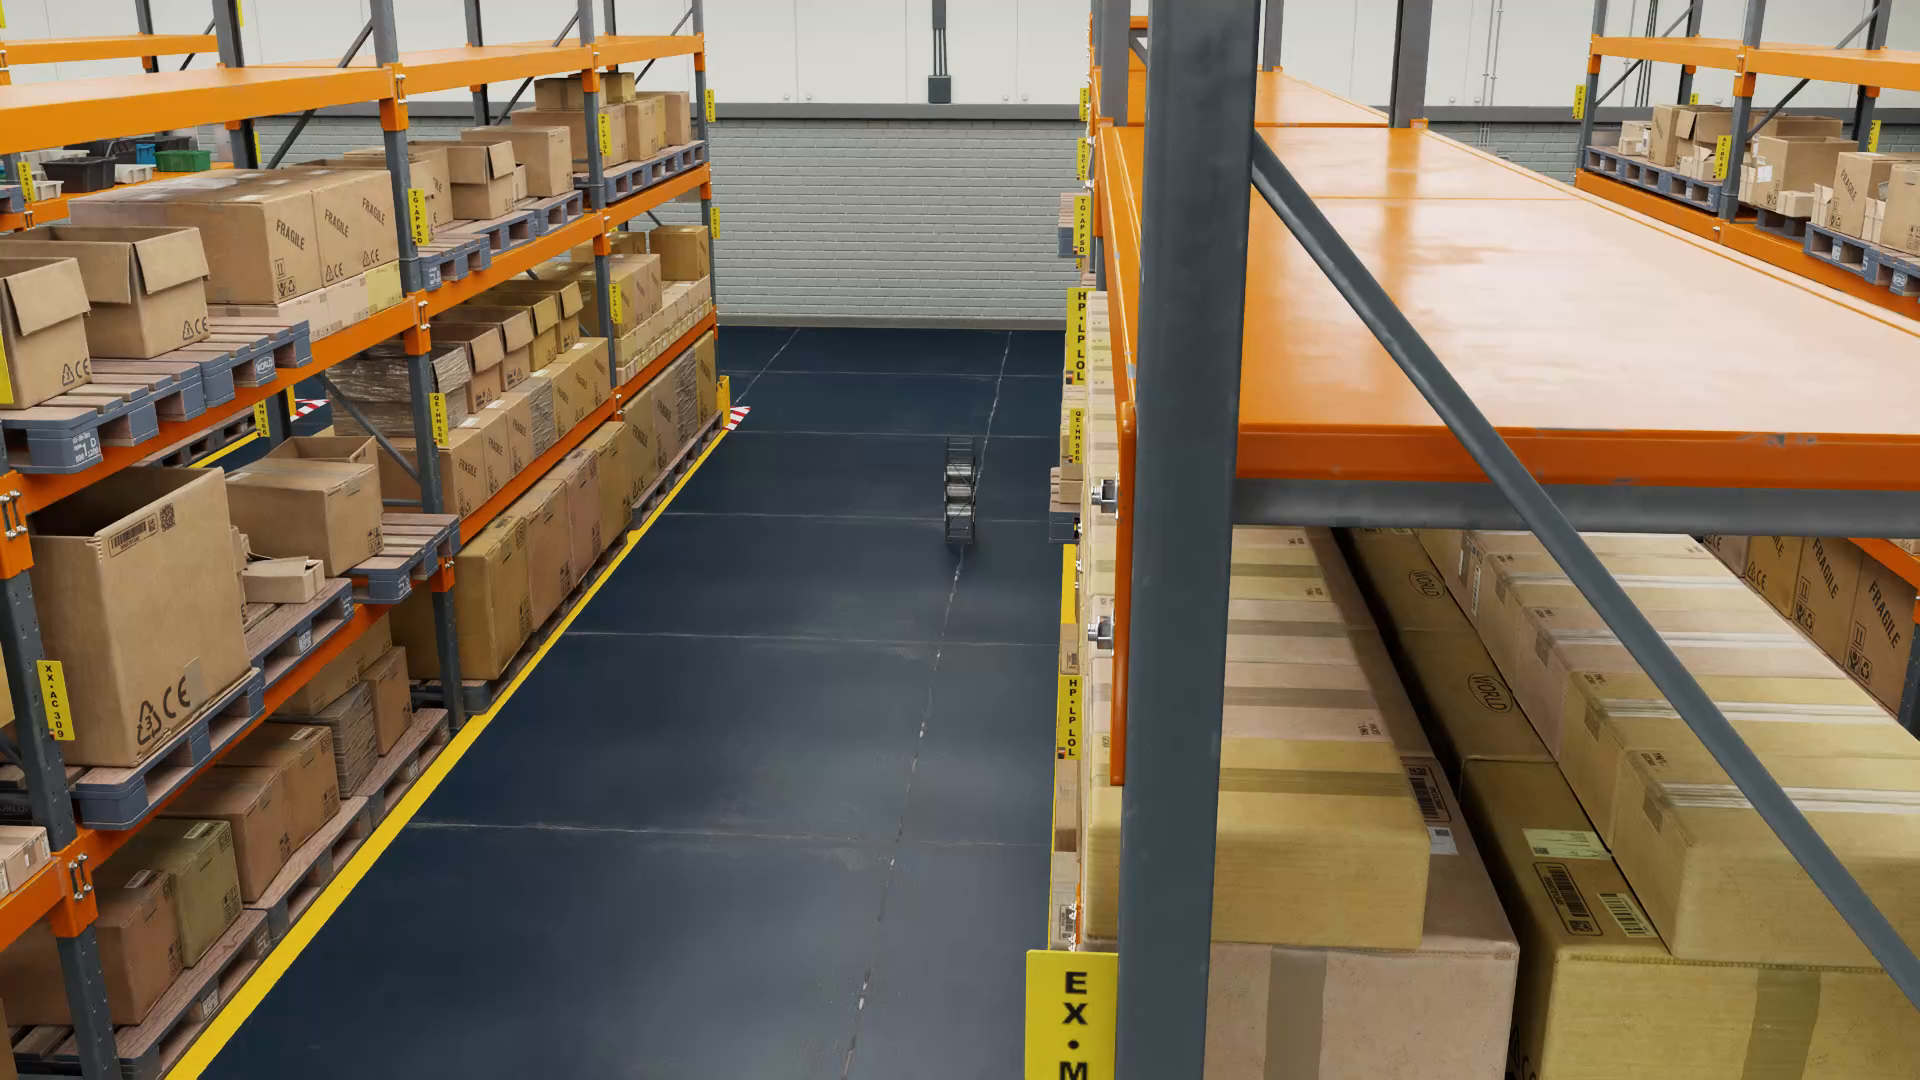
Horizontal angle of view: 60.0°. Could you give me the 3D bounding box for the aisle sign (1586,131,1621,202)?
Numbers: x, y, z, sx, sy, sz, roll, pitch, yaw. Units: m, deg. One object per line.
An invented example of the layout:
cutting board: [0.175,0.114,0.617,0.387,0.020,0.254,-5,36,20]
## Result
aisle sign: [6.465,-3.755,16.891,0.394,0.787,0.004,1,18,4]

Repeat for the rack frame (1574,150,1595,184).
rack frame: [6.750,-2.491,17.208,1.000,3.000,0.127,1,18,4]

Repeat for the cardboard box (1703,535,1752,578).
cardboard box: [6.498,-0.244,13.089,0.875,0.875,0.875,2,18,6]

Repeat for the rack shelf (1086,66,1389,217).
rack shelf: [1.088,-1.783,7.211,1.077,0.370,4.000,1,18,4]

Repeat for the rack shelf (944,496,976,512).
rack shelf: [0.001,-0.313,14.329,0.258,0.077,0.200,1,18,4]

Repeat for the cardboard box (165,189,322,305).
cardboard box: [-3.570,-1.471,8.315,0.500,0.500,0.500,2,18,5]

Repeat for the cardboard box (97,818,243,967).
cardboard box: [-3.877,1.656,7.861,0.700,0.500,0.500,1,18,4]

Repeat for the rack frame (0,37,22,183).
rack frame: [-8.362,-4.431,13.495,1.000,3.000,0.127,1,18,4]

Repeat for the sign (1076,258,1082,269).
sign: [1.264,-2.994,17.351,0.100,0.325,0.005,1,18,4]

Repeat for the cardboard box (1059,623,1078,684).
cardboard box: [1.098,0.971,9.580,1.050,0.750,0.750,1,18,3]

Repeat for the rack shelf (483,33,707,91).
rack shelf: [-3.278,-4.410,15.227,1.077,0.370,4.000,1,18,4]

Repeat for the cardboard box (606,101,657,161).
cardboard box: [-3.203,-3.760,15.269,0.700,0.500,0.500,2,18,6]

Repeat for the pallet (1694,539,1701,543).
pallet: [6.595,-0.158,14.566,1.003,0.211,1.213,1,18,4]

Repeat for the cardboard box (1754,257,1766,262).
cardboard box: [6.747,-2.252,13.670,0.380,0.149,0.250,2,18,5]

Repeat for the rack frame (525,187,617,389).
rack frame: [-3.422,-1.470,14.092,1.000,3.000,0.127,1,18,4]

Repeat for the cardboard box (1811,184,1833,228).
cardboard box: [5.983,-2.250,11.197,0.396,0.266,0.258,3,18,8]

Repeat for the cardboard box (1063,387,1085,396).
cardboard box: [0.887,-0.928,11.211,0.380,0.149,0.250,1,18,4]

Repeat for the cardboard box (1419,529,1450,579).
cardboard box: [1.092,-0.024,3.150,0.380,0.149,0.250,1,18,3]

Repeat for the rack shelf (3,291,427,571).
rack shelf: [-3.852,-0.690,8.049,1.077,0.370,4.000,1,18,4]

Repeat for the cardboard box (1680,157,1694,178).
cardboard box: [6.208,-3.089,13.785,0.380,0.149,0.250,2,18,5]

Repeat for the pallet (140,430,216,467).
pallet: [-8.263,-0.864,16.722,1.003,0.211,1.213,1,18,4]

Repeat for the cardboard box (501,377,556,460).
cardboard box: [-3.297,-0.895,12.175,0.500,0.500,0.500,1,18,4]

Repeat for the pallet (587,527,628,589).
pallet: [-3.402,0.097,13.789,1.003,0.211,1.213,1,18,4]

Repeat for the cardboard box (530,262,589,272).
cardboard box: [-3.615,-2.201,14.880,0.500,0.500,0.500,1,18,4]

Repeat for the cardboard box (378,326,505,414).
cardboard box: [-3.590,-1.181,11.438,0.797,0.503,0.637,2,18,5]

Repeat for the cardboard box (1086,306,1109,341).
cardboard box: [0.562,-0.590,4.878,0.380,0.149,0.250,1,18,3]

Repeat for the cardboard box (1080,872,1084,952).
cardboard box: [0.380,0.577,2.595,0.380,0.149,0.250,2,18,5]

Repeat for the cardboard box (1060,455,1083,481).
cardboard box: [0.813,-0.471,10.293,0.380,0.149,0.250,2,18,5]

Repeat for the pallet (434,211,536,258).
pallet: [-3.638,-2.112,11.537,1.003,0.211,1.213,2,18,6]

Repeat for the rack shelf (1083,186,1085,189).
rack shelf: [1.662,-3.032,15.198,1.077,0.370,4.000,1,18,4]

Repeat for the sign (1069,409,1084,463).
sign: [0.690,-0.607,9.727,0.100,0.325,0.005,1,18,4]

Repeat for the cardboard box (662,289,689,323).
cardboard box: [-2.978,-2.310,16.419,0.500,0.250,0.500,1,18,2]

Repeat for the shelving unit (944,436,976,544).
shelving unit: [0.001,-0.430,14.291,0.258,0.900,0.210,1,18,4]

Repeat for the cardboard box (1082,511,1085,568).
cardboard box: [0.509,0.025,4.280,0.380,0.149,0.250,1,18,3]

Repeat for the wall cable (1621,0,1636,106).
wall cable: [7.626,-7.097,21.631,2.355,3.000,0.029,1,18,4]

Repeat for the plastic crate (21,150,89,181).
plastic crate: [-8.542,-3.510,15.692,0.437,0.282,0.530,1,18,4]

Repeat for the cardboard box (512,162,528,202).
cardboard box: [-3.590,-2.714,12.539,0.500,0.311,0.500,1,18,2]

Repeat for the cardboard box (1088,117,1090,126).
cardboard box: [1.333,-3.694,14.858,0.380,0.149,0.250,1,18,3]

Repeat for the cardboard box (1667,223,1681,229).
cardboard box: [6.846,-2.888,15.610,0.380,0.149,0.250,1,18,3]

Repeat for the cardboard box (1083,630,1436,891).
cardboard box: [0.451,0.343,2.670,0.500,0.250,0.500,1,18,4]

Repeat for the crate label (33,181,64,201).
crate label: [-8.039,-3.026,14.447,0.293,0.136,0.466,1,18,4]

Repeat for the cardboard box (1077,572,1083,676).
cardboard box: [0.822,0.470,8.012,0.500,0.500,0.500,1,18,3]

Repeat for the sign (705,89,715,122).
sign: [-2.595,-4.504,17.240,0.100,0.325,0.005,1,18,4]

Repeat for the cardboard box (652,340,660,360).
cardboard box: [-2.996,-1.759,15.379,0.380,0.149,0.250,1,18,3]

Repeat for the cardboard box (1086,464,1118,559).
cardboard box: [0.435,-0.040,3.198,0.380,0.149,0.250,1,18,3]

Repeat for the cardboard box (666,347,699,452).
cardboard box: [-3.166,-1.419,16.674,0.875,0.875,0.875,1,18,4]

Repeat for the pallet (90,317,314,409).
pallet: [-3.773,-0.833,7.632,1.213,0.211,1.003,1,18,4]

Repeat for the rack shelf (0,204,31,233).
rack shelf: [-8.505,-2.043,12.178,1.077,0.370,4.000,1,18,4]

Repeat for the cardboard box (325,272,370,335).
cardboard box: [-3.520,-1.274,8.918,0.500,0.250,0.500,1,18,4]

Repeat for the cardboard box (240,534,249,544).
cardboard box: [-4.058,0.160,8.685,0.500,0.250,0.500,1,18,2]

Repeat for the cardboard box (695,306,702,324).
cardboard box: [-2.868,-2.316,17.076,0.380,0.149,0.250,1,18,4]
